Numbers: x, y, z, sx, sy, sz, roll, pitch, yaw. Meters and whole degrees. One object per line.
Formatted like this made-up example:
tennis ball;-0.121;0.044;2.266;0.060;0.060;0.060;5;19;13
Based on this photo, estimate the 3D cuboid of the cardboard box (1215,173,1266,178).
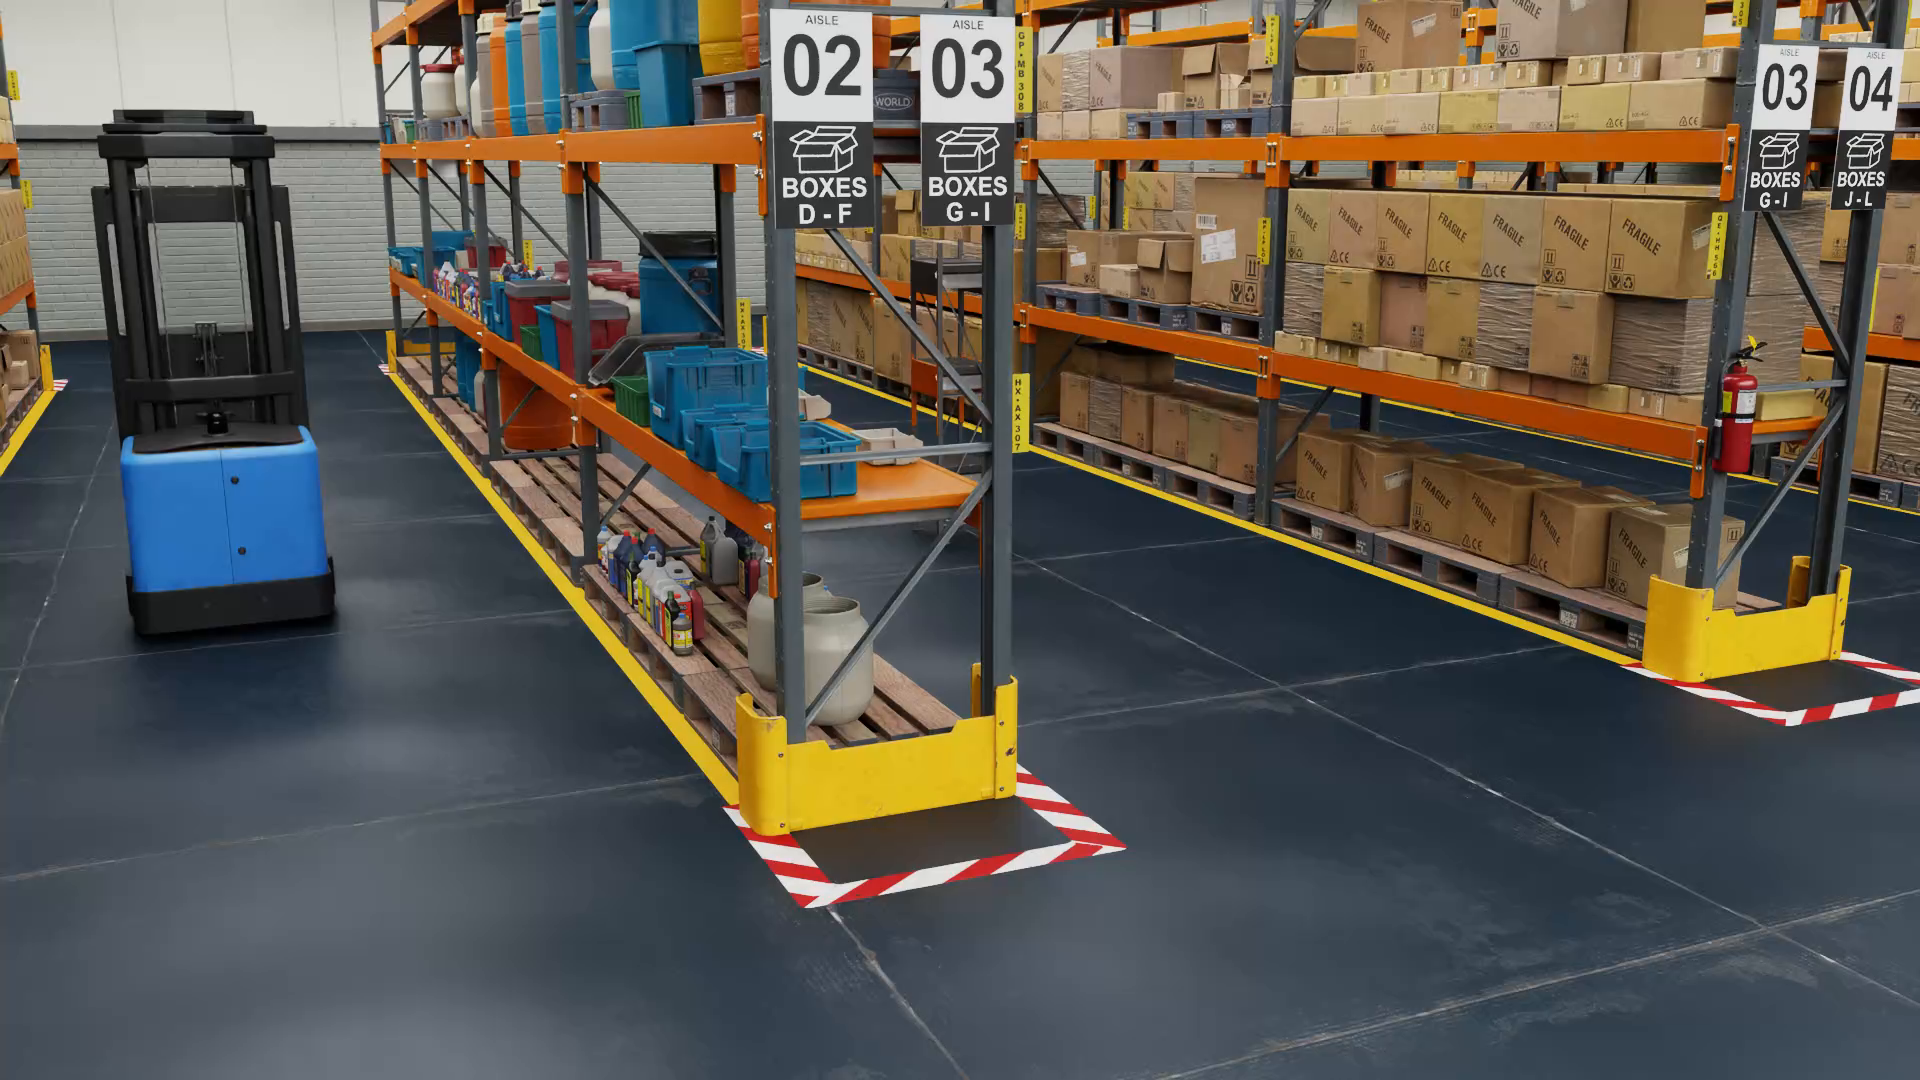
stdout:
cardboard box;3.614;-4.446;21.328;0.500;0.500;0.500;-6;14;-25

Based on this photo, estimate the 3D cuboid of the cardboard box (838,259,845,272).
cardboard box;-1.266;-3.336;20.187;0.380;0.149;0.250;-5;14;-22

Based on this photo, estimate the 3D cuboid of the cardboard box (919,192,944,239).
cardboard box;-0.007;-3.529;18.017;0.797;0.503;0.637;-5;14;-22

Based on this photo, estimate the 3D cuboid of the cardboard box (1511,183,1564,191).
cardboard box;8.103;-4.769;23.383;0.500;0.500;0.500;-6;14;-23

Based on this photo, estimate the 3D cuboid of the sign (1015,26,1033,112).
sign;0.240;-1.853;6.553;0.100;0.325;0.005;-6;14;-23

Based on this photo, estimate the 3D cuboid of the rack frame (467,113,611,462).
rack frame;-3.471;-1.992;13.822;1.000;3.000;0.127;-6;14;-23

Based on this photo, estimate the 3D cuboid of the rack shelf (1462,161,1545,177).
rack shelf;6.454;-3.564;15.558;1.077;0.370;4.000;-6;14;-23

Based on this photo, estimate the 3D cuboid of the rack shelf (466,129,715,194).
rack shelf;-2.670;-2.689;11.780;1.077;0.370;4.000;-6;14;-23

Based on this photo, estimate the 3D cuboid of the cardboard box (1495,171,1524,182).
cardboard box;7.915;-5.215;23.870;0.380;0.149;0.250;-6;14;-23

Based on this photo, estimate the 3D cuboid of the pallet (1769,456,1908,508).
pallet;7.488;-0.517;13.635;1.003;0.211;1.213;-6;14;-23

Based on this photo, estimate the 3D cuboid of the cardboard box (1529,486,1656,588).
cardboard box;3.766;-0.024;9.933;0.500;0.500;0.500;-2;13;-8

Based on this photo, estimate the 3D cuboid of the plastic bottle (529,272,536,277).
plastic bottle;-4.124;-2.450;16.078;0.152;0.276;0.135;-6;14;-23

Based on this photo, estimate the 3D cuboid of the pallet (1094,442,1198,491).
pallet;1.864;-0.667;14.284;1.003;0.211;1.213;-6;14;-23

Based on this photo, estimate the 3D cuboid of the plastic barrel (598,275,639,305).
plastic barrel;-2.345;-1.600;11.831;0.433;0.535;0.433;0;13;0

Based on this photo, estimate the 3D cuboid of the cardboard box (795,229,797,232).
cardboard box;-1.992;-4.302;21.815;0.500;0.500;0.500;-6;14;-24

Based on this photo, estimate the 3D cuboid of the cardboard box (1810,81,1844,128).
cardboard box;4.316;-2.297;8.824;0.500;0.250;0.500;-5;14;-21

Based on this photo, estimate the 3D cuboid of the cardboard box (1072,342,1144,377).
cardboard box;1.363;-1.665;15.317;0.500;0.250;0.500;-5;14;-21

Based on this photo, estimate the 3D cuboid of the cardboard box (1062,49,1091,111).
cardboard box;1.220;-3.967;14.375;0.500;0.500;0.500;-6;14;-23

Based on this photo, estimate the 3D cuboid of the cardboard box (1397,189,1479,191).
cardboard box;3.304;-2.122;11.287;0.500;0.500;0.500;-6;14;-23

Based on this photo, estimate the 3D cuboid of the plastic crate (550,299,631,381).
plastic crate;-2.343;-1.269;10.557;0.402;0.464;0.583;-6;14;-23

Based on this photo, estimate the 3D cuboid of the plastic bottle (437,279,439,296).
plastic bottle;-5.201;-2.557;16.707;0.097;0.201;0.097;0;13;0

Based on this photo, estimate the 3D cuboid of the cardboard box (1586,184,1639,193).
cardboard box;8.687;-4.477;22.121;0.500;0.500;0.500;-6;14;-23

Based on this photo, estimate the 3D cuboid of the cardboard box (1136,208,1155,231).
cardboard box;2.797;-4.384;23.279;0.500;0.500;0.500;-5;14;-22

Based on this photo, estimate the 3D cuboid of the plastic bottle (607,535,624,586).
plastic bottle;-1.988;0.117;9.776;0.152;0.276;0.135;-5;14;-21

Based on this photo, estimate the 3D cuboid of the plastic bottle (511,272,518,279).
plastic bottle;-4.324;-2.480;16.220;0.097;0.271;0.097;0;13;0

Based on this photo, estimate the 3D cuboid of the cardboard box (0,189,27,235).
cardboard box;-10.785;-3.666;18.620;0.500;0.500;0.500;-6;14;-23

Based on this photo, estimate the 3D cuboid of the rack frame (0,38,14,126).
rack frame;-11.215;-6.120;18.358;1.000;3.000;0.127;-6;14;-23

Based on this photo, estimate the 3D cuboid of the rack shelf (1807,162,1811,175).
rack shelf;10.949;-4.032;17.580;1.077;0.370;4.000;-6;14;-23

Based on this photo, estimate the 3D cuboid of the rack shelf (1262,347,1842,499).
rack shelf;3.471;-0.849;10.480;1.077;0.370;4.000;-6;14;-23

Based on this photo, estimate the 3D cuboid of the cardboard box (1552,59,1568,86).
cardboard box;3.561;-2.621;9.338;0.380;0.149;0.250;-5;14;-22

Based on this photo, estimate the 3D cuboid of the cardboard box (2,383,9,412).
cardboard box;-9.583;-1.382;16.176;0.500;0.311;0.500;-6;14;-23

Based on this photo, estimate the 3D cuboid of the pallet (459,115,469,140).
pallet;-3.688;-3.528;14.226;1.003;0.211;1.213;-6;14;-23

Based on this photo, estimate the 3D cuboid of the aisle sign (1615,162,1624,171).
aisle sign;11.193;-6.690;28.358;0.394;0.787;0.004;-6;14;-23

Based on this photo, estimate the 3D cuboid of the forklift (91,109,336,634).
forklift;-4.740;-1.182;10.478;1.130;2.935;3.031;-6;14;-24

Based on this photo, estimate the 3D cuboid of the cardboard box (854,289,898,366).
cardboard box;-0.726;-2.578;20.139;0.875;0.875;0.875;-6;14;-23

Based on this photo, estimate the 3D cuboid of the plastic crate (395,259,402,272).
plastic crate;-6.554;-3.250;19.714;0.250;0.136;0.298;-6;14;-23

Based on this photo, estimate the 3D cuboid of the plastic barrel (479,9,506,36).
plastic barrel;-3.695;-3.984;13.896;0.600;0.830;0.708;-6;14;-23

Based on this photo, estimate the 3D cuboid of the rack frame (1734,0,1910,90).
rack frame;4.272;-3.709;7.938;1.000;3.000;0.127;-6;14;-23

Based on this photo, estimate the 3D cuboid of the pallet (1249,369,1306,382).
pallet;4.364;-2.173;20.791;1.003;0.211;1.213;-6;14;-23

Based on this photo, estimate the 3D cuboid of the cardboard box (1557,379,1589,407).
cardboard box;3.636;-0.856;9.472;0.380;0.149;0.250;-6;14;-23

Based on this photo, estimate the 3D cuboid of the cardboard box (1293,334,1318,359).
cardboard box;2.569;-1.366;11.675;0.380;0.149;0.250;-6;14;-23

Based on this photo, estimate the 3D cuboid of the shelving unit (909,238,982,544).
shelving unit;-0.066;-1.057;11.781;0.431;2.100;0.503;-6;14;-23

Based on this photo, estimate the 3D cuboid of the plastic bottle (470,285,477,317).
plastic bottle;-4.224;-2.087;14.521;0.097;0.271;0.097;0;13;0

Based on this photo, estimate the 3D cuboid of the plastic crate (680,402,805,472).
plastic crate;-0.996;-0.477;7.610;0.499;0.251;0.408;-6;14;-23

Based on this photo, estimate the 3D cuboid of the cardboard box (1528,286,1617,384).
cardboard box;3.767;-1.188;9.470;0.875;0.500;0.500;-6;14;-23

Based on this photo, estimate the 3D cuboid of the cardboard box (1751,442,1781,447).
cardboard box;6.924;-1.268;14.755;1.050;0.750;0.750;-6;14;-23

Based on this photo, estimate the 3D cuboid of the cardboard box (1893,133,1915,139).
cardboard box;10.518;-4.647;18.423;0.700;0.500;0.500;-6;14;-23

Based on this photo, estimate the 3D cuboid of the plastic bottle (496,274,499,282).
plastic bottle;-4.726;-2.654;17.124;0.097;0.201;0.097;0;13;0

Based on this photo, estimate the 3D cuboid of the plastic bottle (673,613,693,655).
plastic bottle;-1.403;0.470;8.415;0.097;0.201;0.097;0;13;0

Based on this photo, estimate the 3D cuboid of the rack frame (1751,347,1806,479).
rack frame;7.255;-2.040;14.030;1.000;3.000;0.127;-6;14;-23

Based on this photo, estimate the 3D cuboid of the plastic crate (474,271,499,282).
plastic crate;-5.129;-2.828;17.887;0.396;0.136;0.243;-6;14;-23

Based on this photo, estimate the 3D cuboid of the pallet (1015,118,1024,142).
pallet;0.761;-3.937;15.992;1.213;0.211;1.003;-5;14;-20

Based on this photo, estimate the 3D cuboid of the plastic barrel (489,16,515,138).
plastic barrel;-3.079;-3.338;12.034;0.600;0.830;0.708;-6;14;-23

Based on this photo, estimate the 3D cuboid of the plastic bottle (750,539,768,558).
plastic bottle;-1.140;0.124;9.579;0.144;0.351;0.185;-6;14;-23

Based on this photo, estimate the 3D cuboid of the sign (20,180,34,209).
sign;-10.699;-3.962;19.066;0.100;0.325;0.005;-6;14;-23

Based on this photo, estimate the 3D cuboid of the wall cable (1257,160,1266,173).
wall cable;5.958;-6.775;32.238;0.588;1.984;0.122;-6;14;-23

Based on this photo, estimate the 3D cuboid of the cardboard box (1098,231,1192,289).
cardboard box;1.636;-2.478;14.771;0.700;0.500;0.500;-3;13;-15
